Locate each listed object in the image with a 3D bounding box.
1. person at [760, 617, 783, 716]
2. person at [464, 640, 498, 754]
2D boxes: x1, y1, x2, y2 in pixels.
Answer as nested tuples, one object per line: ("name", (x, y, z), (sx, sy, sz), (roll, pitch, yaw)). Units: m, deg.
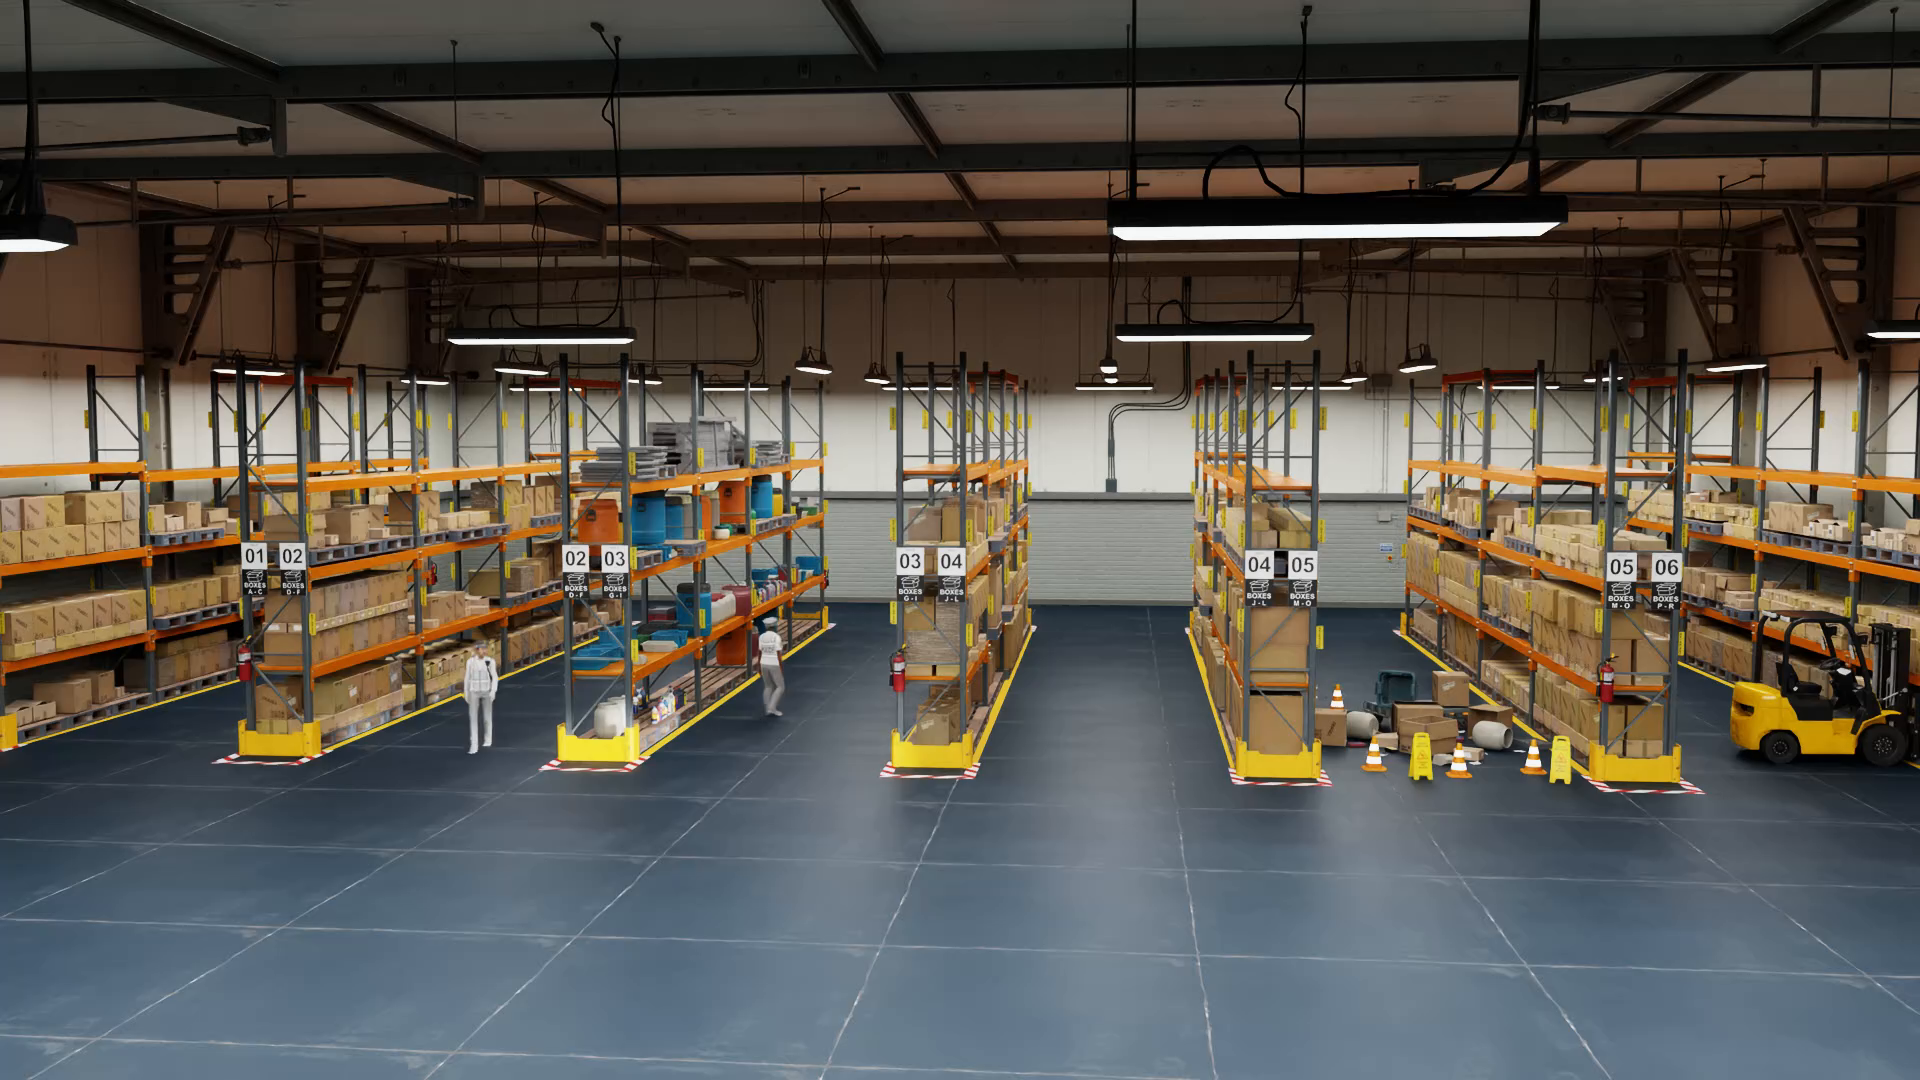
("person", (-3.200, 2.162, 28.275), (0.439, 1.675, 0.490), (2, 5, 29))
("person", (-7.324, 2.375, 25.445), (0.514, 1.672, 0.735), (-1, 4, -17))
